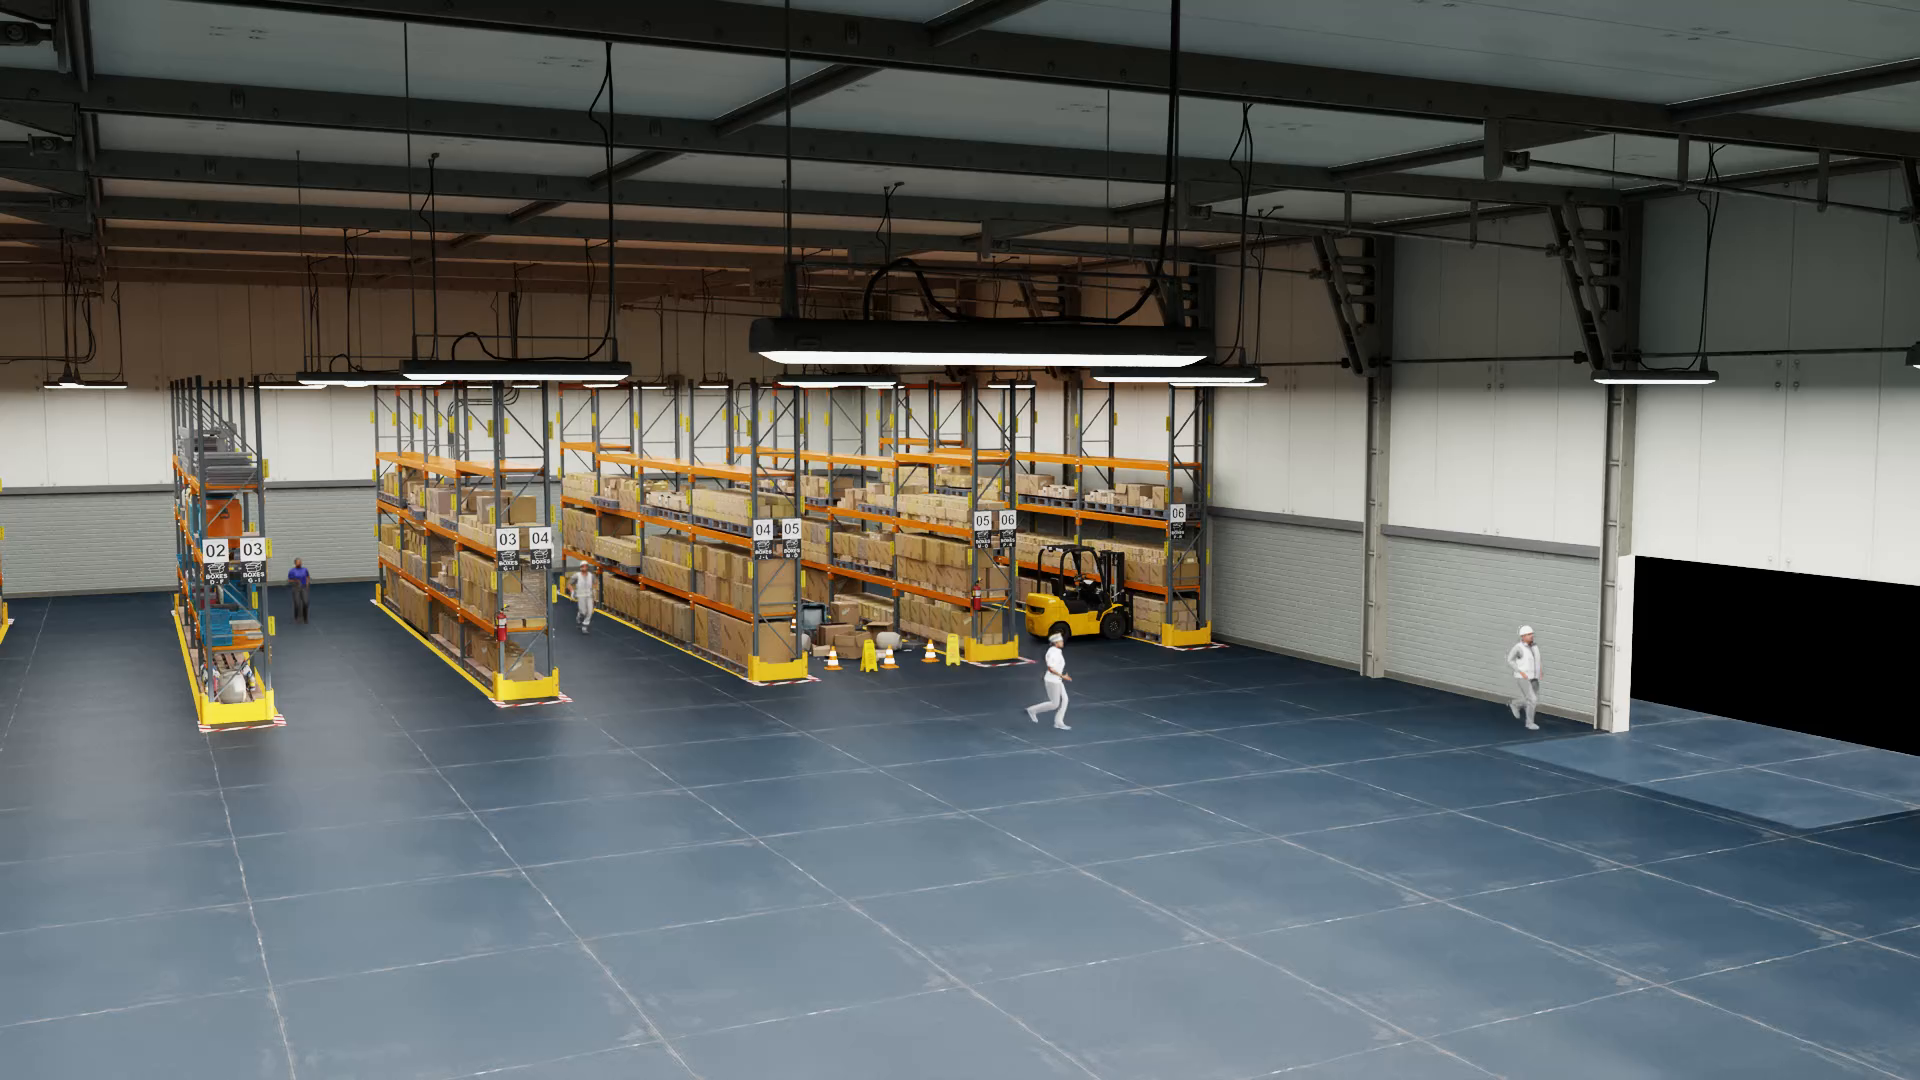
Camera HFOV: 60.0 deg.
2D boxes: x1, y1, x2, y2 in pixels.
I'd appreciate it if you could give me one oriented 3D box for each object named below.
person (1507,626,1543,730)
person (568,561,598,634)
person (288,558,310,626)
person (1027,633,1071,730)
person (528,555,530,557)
[{"bbox_3d":[9.638,2.325,28.379,0.676,1.733,0.736,-3,6,-28],"label":"person"},{"bbox_3d":[-8.858,1.362,39.290,0.665,1.737,0.582,-3,6,-30],"label":"person"},{"bbox_3d":[-16.204,1.283,40.814,0.554,1.712,0.746,-3,6,-32],"label":"person"},{"bbox_3d":[1.520,2.395,28.245,0.761,1.669,0.565,0,5,5],"label":"person"},{"bbox_3d":[-12.166,0.644,47.955,0.667,1.696,0.645,5,7,43],"label":"person"}]
